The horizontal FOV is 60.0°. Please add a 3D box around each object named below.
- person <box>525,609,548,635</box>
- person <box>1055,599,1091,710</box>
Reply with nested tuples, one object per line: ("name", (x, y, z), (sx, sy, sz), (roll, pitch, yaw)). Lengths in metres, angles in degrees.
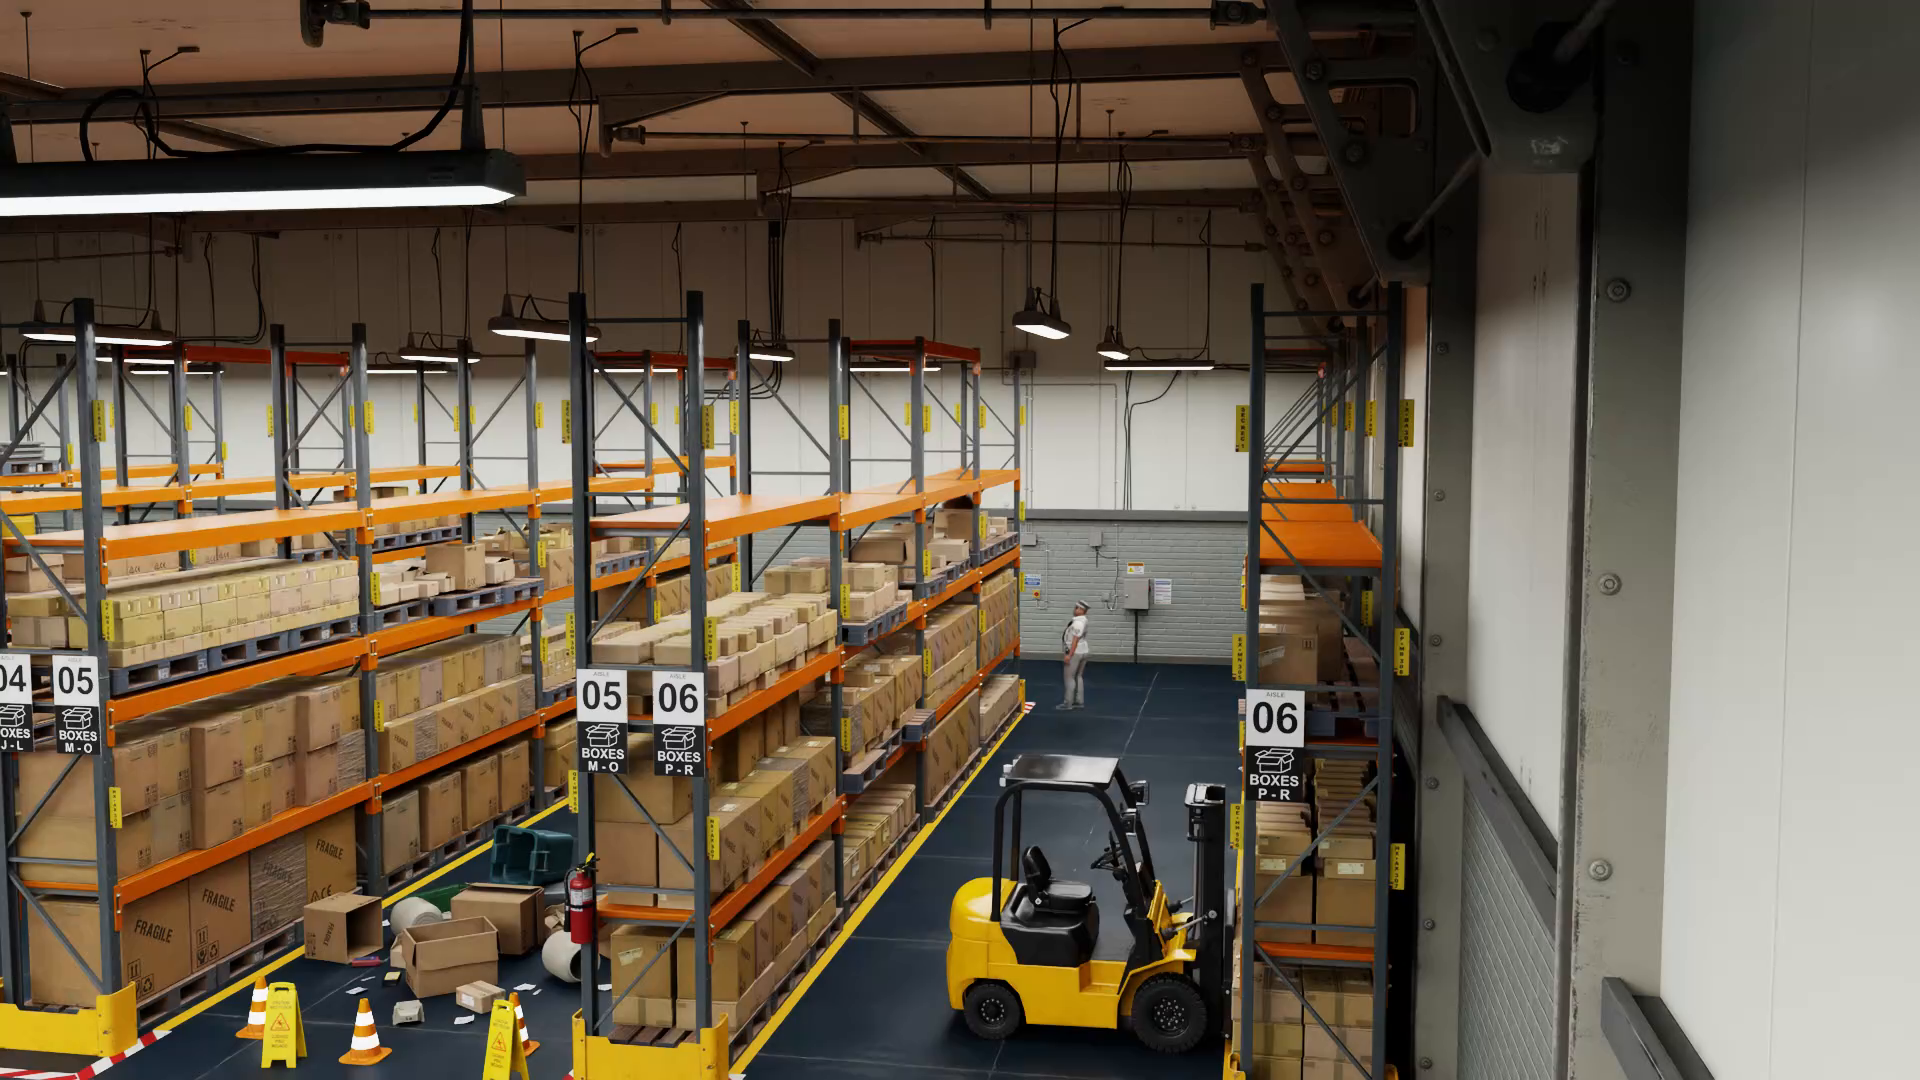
("person", (-7.546, 1.927, 29.912), (0.541, 1.656, 0.490), (-2, 5, -22))
("person", (1.842, 1.836, 26.813), (0.493, 1.778, 0.614), (3, 5, 30))
